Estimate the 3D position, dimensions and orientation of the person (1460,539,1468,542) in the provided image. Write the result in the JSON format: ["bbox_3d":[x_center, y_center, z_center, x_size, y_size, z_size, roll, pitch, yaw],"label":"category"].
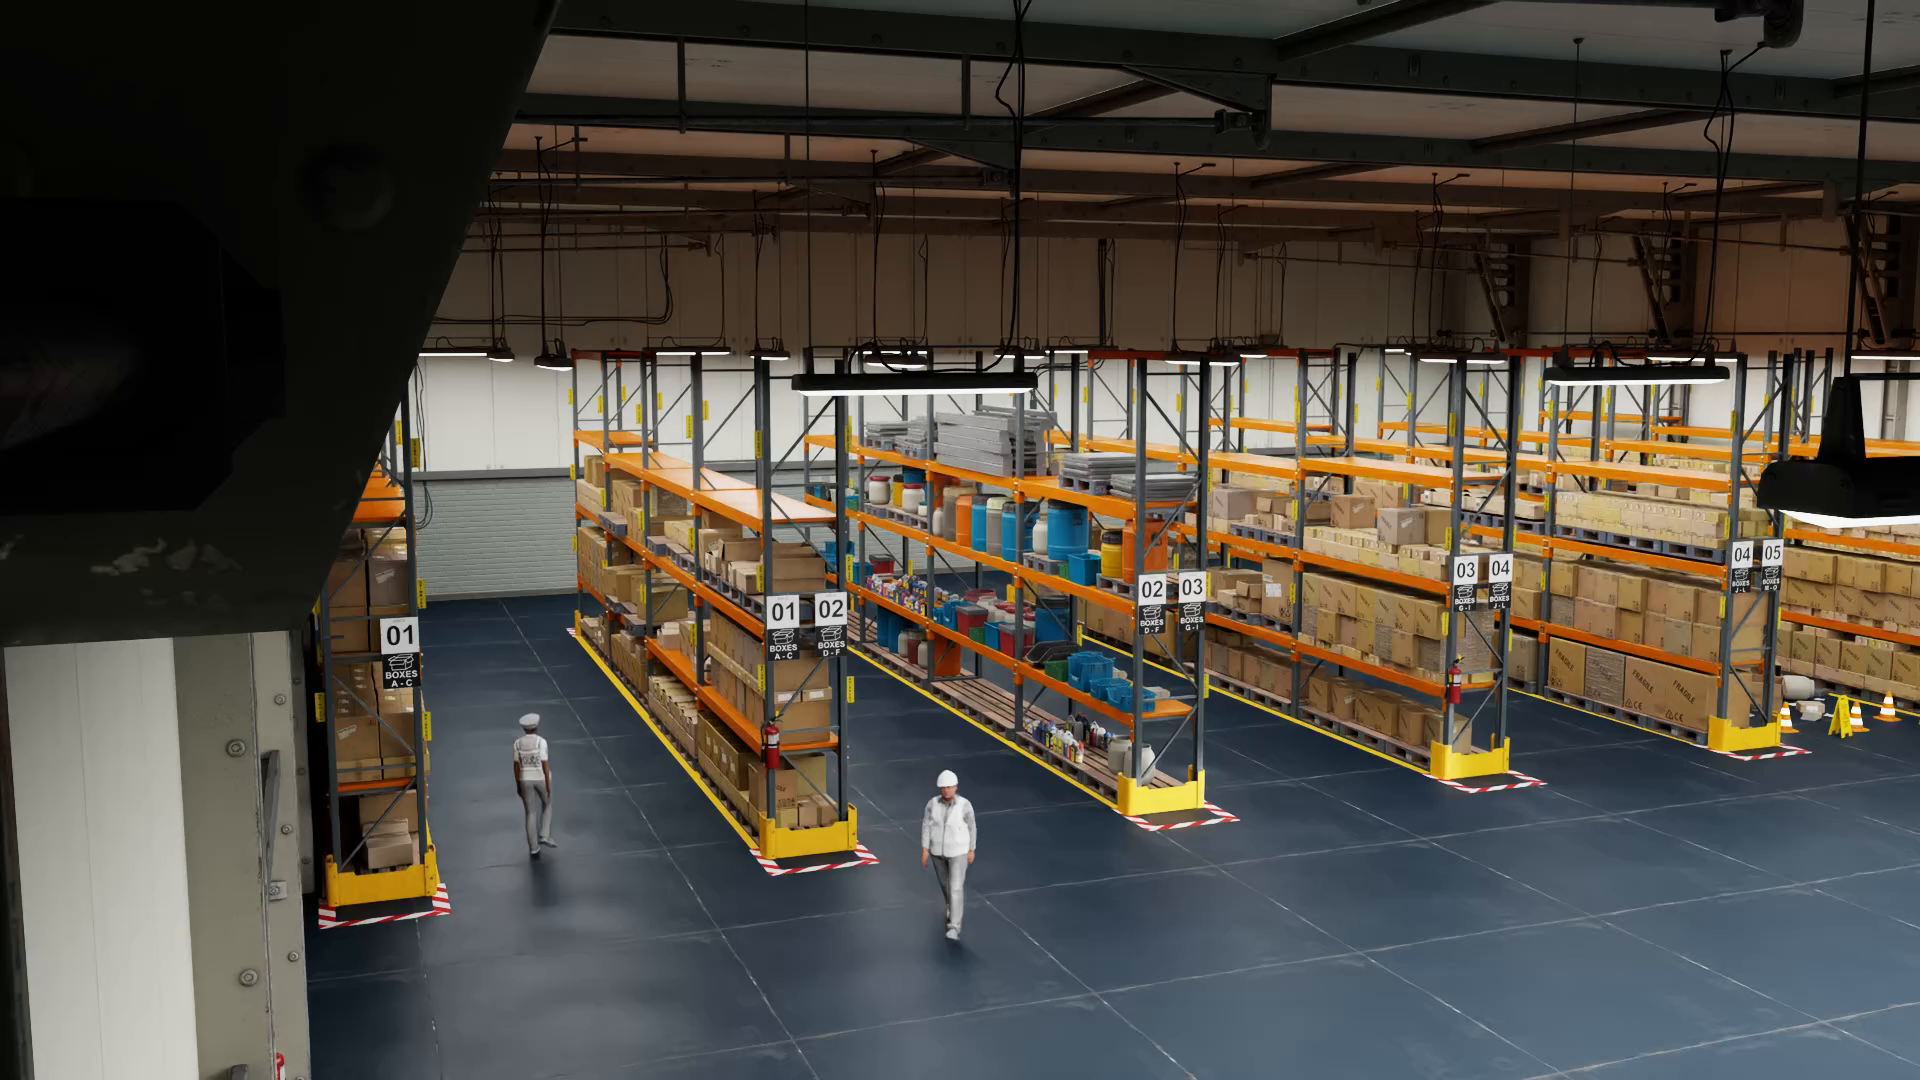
[{"bbox_3d":[11.215,0.856,36.891,0.536,1.768,0.549,-7,10,-44],"label":"person"}]

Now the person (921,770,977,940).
[{"bbox_3d":[-0.133,3.283,17.579,0.565,1.702,1.095,3,8,21],"label":"person"}]

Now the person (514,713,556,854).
[{"bbox_3d":[-5.212,2.979,20.333,0.477,1.686,0.518,-1,7,-9],"label":"person"}]
